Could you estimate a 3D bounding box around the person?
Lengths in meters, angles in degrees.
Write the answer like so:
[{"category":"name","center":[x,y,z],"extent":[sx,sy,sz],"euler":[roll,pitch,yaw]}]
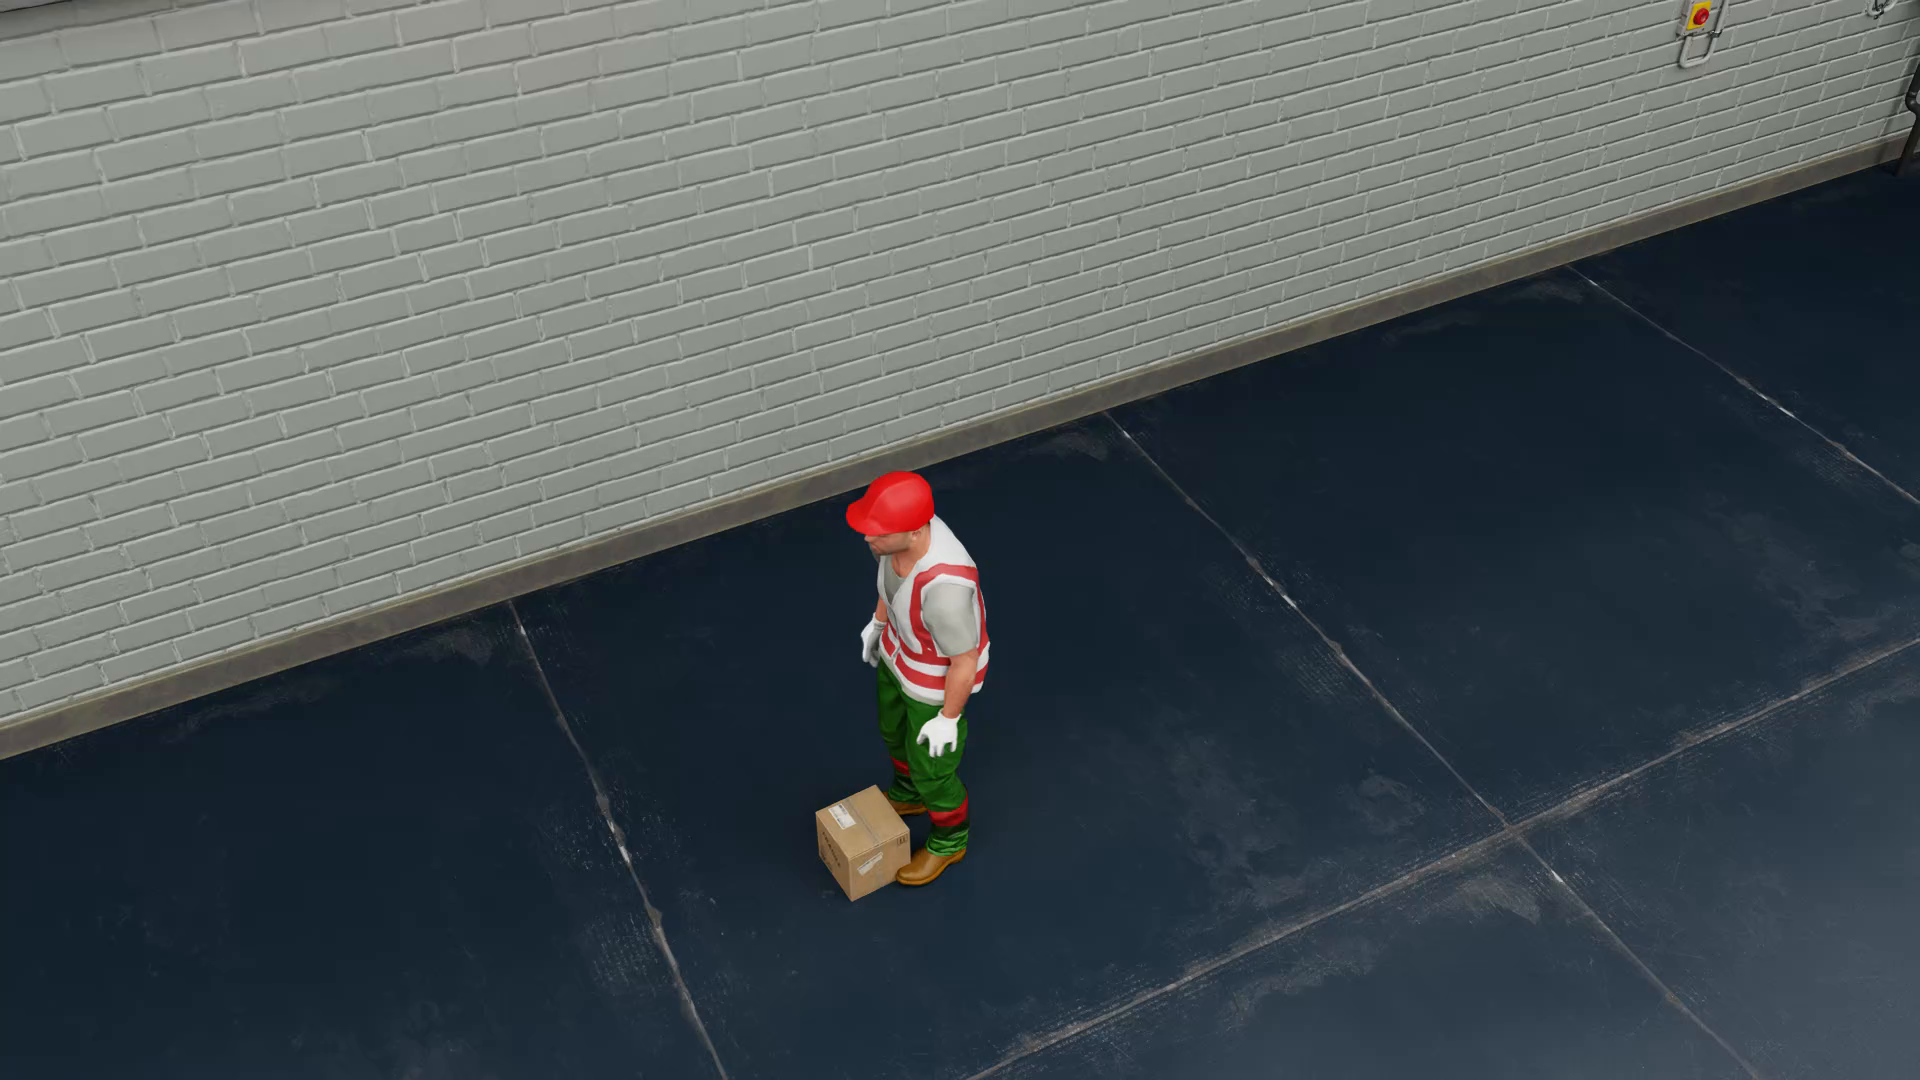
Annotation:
[{"category":"person","center":[-0.149,0.454,5.622],"extent":[0.448,1.780,0.608],"euler":[-19,44,-20]}]
